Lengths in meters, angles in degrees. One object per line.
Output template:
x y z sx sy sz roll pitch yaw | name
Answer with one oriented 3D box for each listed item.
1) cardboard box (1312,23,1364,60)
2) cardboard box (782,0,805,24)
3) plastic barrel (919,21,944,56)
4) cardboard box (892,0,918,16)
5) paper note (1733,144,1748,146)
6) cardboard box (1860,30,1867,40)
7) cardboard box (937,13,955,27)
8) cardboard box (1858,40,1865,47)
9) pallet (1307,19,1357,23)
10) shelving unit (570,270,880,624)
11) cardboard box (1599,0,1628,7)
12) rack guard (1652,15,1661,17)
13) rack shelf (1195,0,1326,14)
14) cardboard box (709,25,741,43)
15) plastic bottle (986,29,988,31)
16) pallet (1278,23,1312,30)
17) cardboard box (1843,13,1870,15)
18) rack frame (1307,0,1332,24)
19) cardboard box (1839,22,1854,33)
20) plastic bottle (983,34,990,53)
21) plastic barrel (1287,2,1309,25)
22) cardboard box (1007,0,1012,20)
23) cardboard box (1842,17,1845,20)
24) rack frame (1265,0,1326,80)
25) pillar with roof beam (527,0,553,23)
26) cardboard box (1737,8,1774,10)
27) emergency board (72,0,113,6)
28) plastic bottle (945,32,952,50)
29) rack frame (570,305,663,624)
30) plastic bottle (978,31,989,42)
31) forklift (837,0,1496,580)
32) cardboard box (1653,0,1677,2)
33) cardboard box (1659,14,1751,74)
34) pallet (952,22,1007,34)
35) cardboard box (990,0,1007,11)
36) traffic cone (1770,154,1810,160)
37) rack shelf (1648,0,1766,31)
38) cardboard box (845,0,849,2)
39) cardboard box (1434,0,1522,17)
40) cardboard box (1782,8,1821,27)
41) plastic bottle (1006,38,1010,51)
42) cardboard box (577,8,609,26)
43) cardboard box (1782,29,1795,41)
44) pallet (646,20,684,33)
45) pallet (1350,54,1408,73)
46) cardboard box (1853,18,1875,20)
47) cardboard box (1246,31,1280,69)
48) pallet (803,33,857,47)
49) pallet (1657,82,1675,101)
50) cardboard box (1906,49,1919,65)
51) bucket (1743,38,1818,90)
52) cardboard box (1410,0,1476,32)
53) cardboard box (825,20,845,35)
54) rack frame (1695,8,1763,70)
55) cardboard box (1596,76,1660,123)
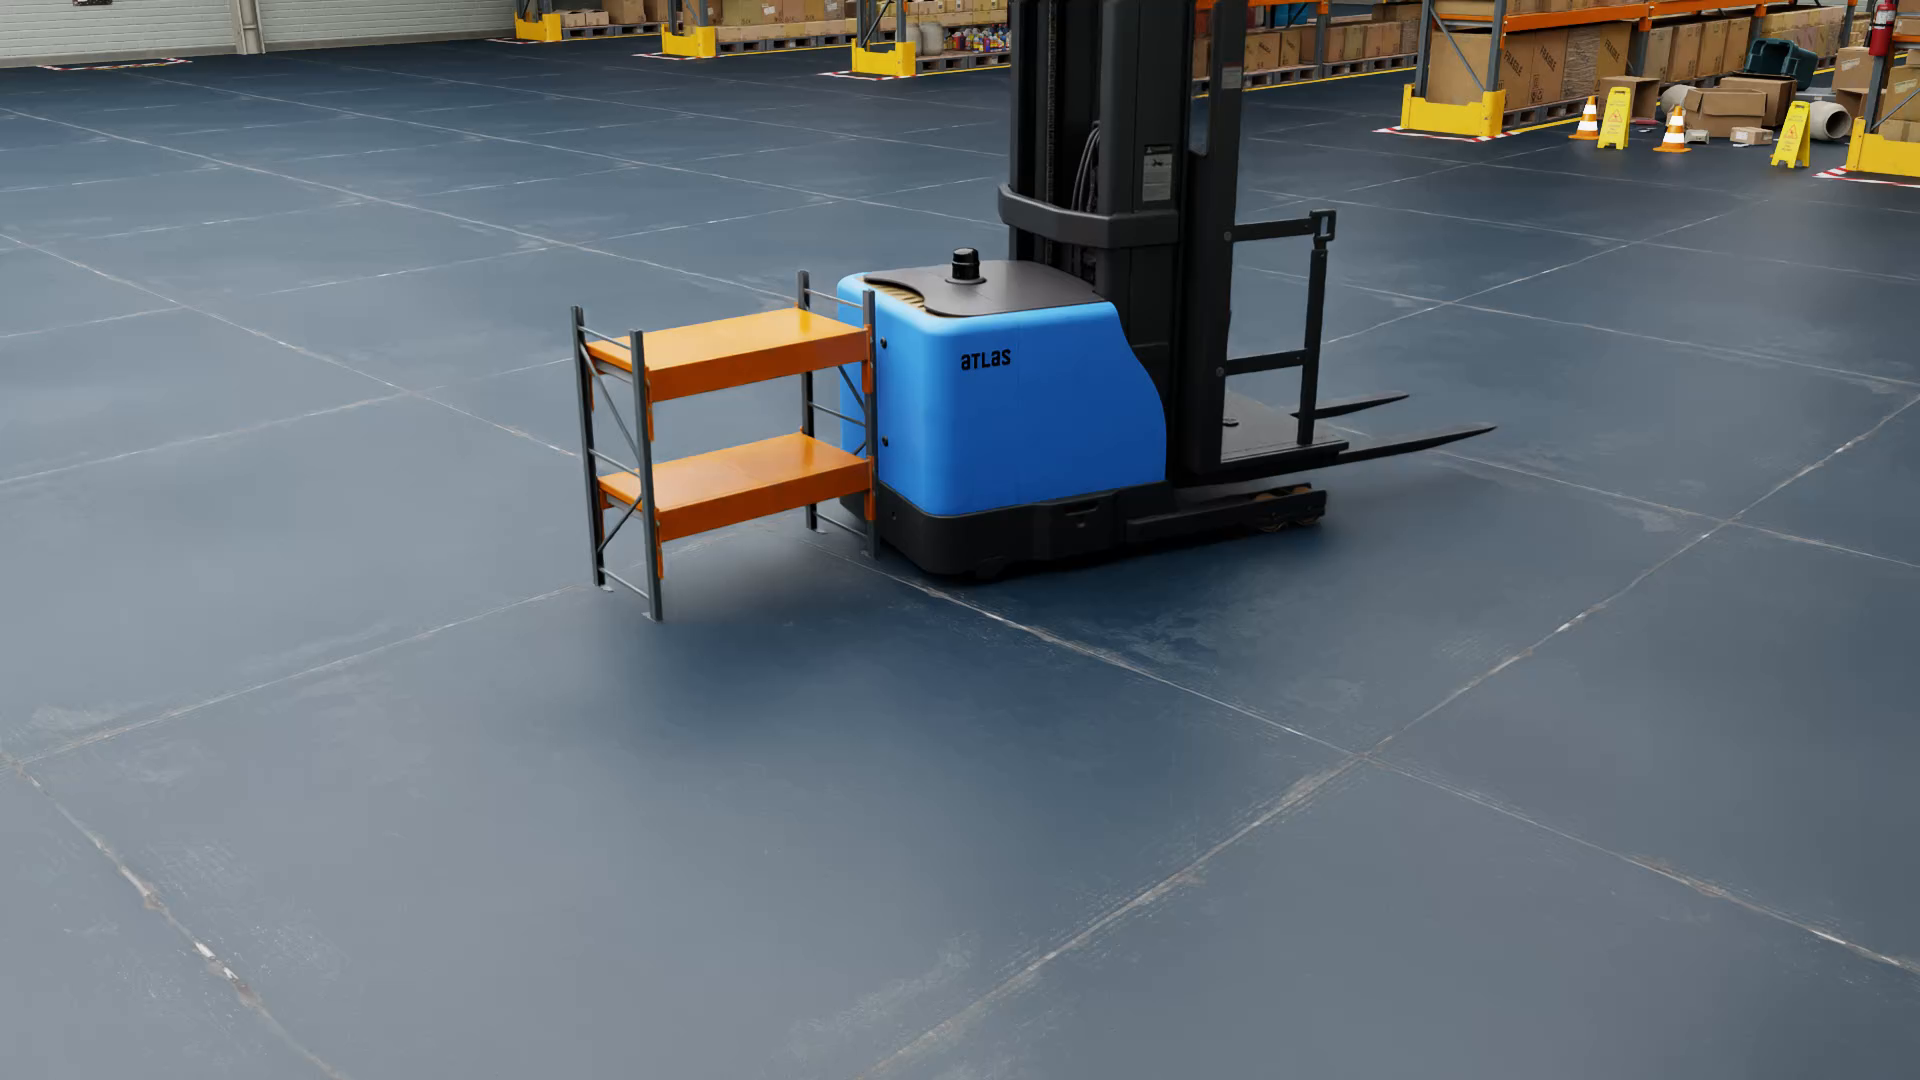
5.902 -7.843 26.170 0.700 0.500 0.500 19 28 40 | cardboard box
-3.191 -9.716 30.374 0.500 0.500 0.500 19 28 41 | cardboard box
-0.473 -8.097 26.843 0.421 0.512 0.421 0 21 0 | plastic barrel
-1.163 -10.360 32.313 0.500 0.311 0.500 19 28 40 | cardboard box
8.656 -4.381 18.430 0.148 0.019 0.142 9 23 23 | paper note
15.105 -8.568 28.160 0.380 0.149 0.250 17 27 38 | cardboard box
-0.451 -10.364 33.105 0.500 0.250 0.500 -20 28 -41 | cardboard box
14.983 -8.347 27.999 0.380 0.149 0.250 19 28 40 | cardboard box
7.630 -10.727 34.690 1.003 0.211 1.213 19 28 41 | pallet
-0.893 -0.396 6.537 1.048 1.125 0.538 -16 26 -36 | shelving unit
7.979 -7.092 21.136 0.875 0.550 0.550 19 28 41 | cardboard box
13.500 -10.458 33.587 1.175 0.500 0.348 19 28 41 | rack guard
3.717 -7.684 23.889 1.077 0.370 4.000 19 28 41 | rack shelf
-4.240 -8.981 29.507 0.500 0.250 0.500 19 28 41 | cardboard box
0.427 -8.527 28.252 0.133 0.283 0.061 -19 28 -40 | plastic bottle
6.576 -10.341 33.684 1.003 0.211 1.213 19 28 41 | pallet
15.984 -9.311 29.678 0.380 0.149 0.250 19 28 40 | cardboard box
7.145 -11.830 33.673 1.000 3.000 0.127 19 28 41 | rack frame
14.565 -8.503 27.575 0.250 0.149 0.380 -19 28 -40 | cardboard box
0.432 -8.125 27.205 0.133 0.283 0.061 -20 28 -41 | plastic bottle
6.753 -10.911 33.621 0.600 0.901 0.708 19 28 41 | plastic barrel
1.330 -11.127 34.713 0.500 0.500 0.500 -19 28 -40 | cardboard box
15.095 -8.976 28.807 0.380 0.149 0.250 18 27 39 | cardboard box
5.112 -8.534 25.097 1.000 3.000 0.127 19 28 41 | rack frame
-5.372 -13.344 29.250 9.100 9.000 0.400 19 28 41 | pillar with roof beam
12.386 -8.175 26.016 0.500 0.250 0.500 -19 28 -41 | cardboard box
-14.412 -9.456 27.495 0.157 1.169 0.626 19 28 41 | emergency board
-0.191 -8.299 27.659 0.133 0.283 0.061 -19 28 -41 | plastic bottle
-1.288 -0.281 6.238 0.032 1.125 0.500 -16 26 -36 | rack frame
0.399 -8.416 27.972 0.152 0.276 0.135 19 28 41 | plastic bottle
1.024 -1.560 7.048 3.031 2.935 1.130 -10 23 -24 | forklift
9.155 -7.381 21.958 0.500 0.500 0.500 20 28 41 | cardboard box
10.897 -7.307 24.454 1.050 0.750 0.750 19 28 40 | cardboard box
0.206 -10.539 34.200 1.003 0.211 1.213 19 28 41 | pallet
0.619 -11.021 34.032 0.500 0.311 0.500 -19 28 -41 | cardboard box
8.798 -4.275 17.552 0.336 0.463 0.334 19 28 41 | traffic cone
9.991 -7.445 23.266 1.077 0.370 4.000 19 28 41 | rack shelf
-2.137 -12.630 38.165 0.750 0.750 0.750 19 28 40 | cardboard box
6.032 -6.415 19.375 0.875 0.550 0.550 19 28 41 | cardboard box
13.111 -8.180 26.028 0.500 0.250 0.500 18 27 38 | cardboard box
0.783 -8.225 27.580 0.097 0.201 0.097 0 21 0 | plastic bottle
-7.380 -10.477 33.287 0.500 0.311 0.500 -17 27 -38 | cardboard box
12.411 -7.572 25.493 0.500 0.500 0.500 20 28 41 | cardboard box
-5.978 -10.770 34.801 1.003 0.211 1.213 19 28 41 | pallet
6.506 -7.748 26.939 1.003 0.211 1.213 19 28 41 | pallet
15.474 -8.845 28.464 0.380 0.149 0.250 18 27 39 | cardboard box
4.411 -7.321 24.841 0.500 0.500 0.500 -11 23 -25 | cardboard box
-2.567 -9.519 31.546 1.003 0.211 1.213 19 28 41 | pallet
9.080 -6.182 22.865 1.003 0.211 1.213 19 28 41 | pallet
10.002 -4.973 17.131 0.250 0.149 0.380 -19 28 -40 | cardboard box
10.153 -5.836 20.522 0.620 0.611 0.726 1 19 -28 | bucket
8.399 -8.939 28.526 1.225 0.875 0.875 18 27 38 | cardboard box
-2.505 -9.627 31.188 0.500 0.250 0.500 19 28 41 | cardboard box
11.386 -8.295 24.475 1.000 3.000 0.127 19 28 41 | rack frame
8.248 -5.445 20.541 0.500 0.500 0.500 -14 25 -33 | cardboard box
